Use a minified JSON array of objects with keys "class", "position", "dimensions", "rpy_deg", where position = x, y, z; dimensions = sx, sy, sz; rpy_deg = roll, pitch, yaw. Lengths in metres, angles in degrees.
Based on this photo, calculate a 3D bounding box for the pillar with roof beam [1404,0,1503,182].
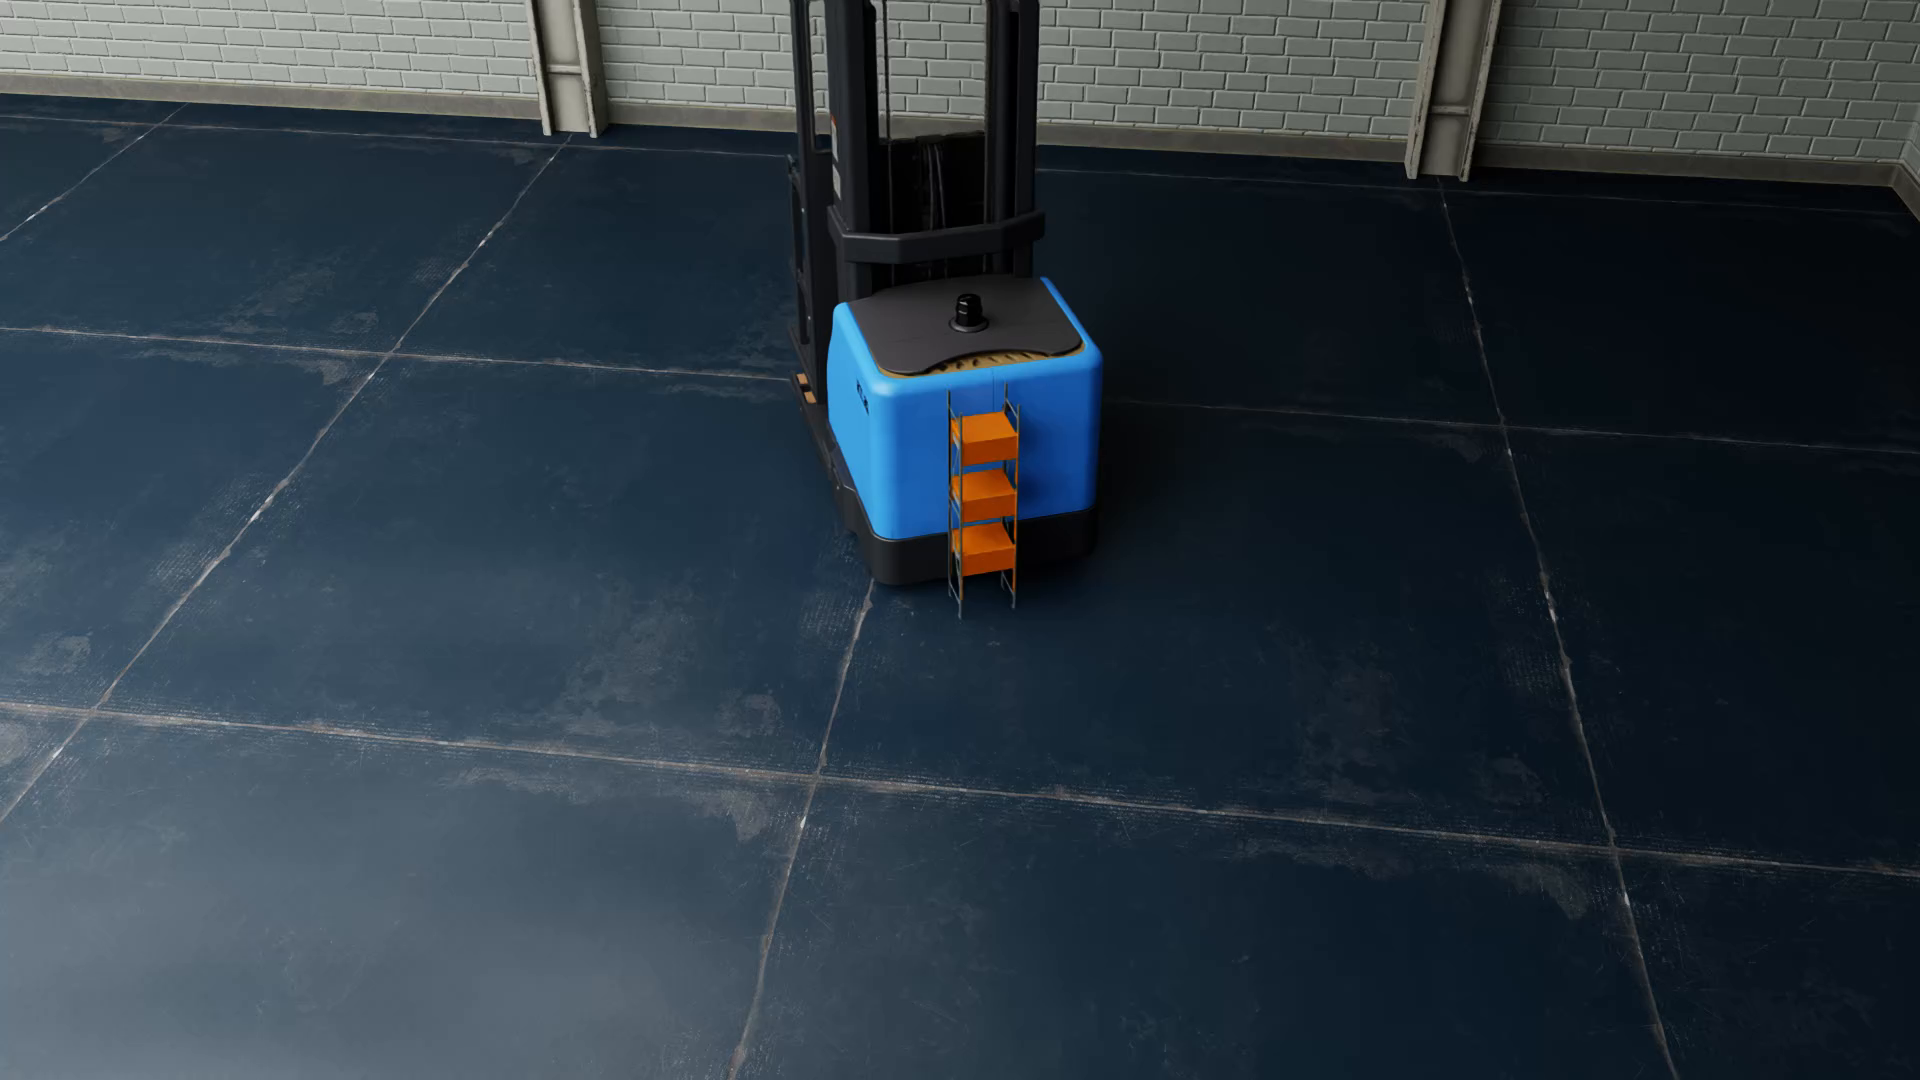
[{"class":"pillar with roof beam","position":[2.672,-3.679,5.159],"dimensions":[0.400,9.000,9.100],"rpy_deg":[4,36,6]}]

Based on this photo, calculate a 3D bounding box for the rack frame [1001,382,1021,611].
[{"class":"rack frame","position":[0.214,-0.170,7.085],"dimensions":[0.008,1.050,0.200],"rpy_deg":[-9,37,-13]}]

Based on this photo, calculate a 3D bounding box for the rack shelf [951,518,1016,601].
[{"class":"rack shelf","position":[0.096,0.083,7.226],"dimensions":[0.240,0.259,0.215],"rpy_deg":[-9,37,-13]}]

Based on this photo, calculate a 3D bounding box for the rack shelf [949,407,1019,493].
[{"class":"rack shelf","position":[0.096,-0.374,6.900],"dimensions":[0.240,0.259,0.215],"rpy_deg":[-9,37,-13]}]

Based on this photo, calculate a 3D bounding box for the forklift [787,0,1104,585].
[{"class":"forklift","position":[-0.259,-1.848,7.816],"dimensions":[1.130,2.935,3.031],"rpy_deg":[-9,37,-13]}]

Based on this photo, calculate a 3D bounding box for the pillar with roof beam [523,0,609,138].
[{"class":"pillar with roof beam","position":[-3.280,-4.123,5.781],"dimensions":[0.400,9.000,9.100],"rpy_deg":[4,36,6]}]

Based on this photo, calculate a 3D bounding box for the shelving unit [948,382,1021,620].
[{"class":"shelving unit","position":[0.096,-0.151,7.058],"dimensions":[0.252,1.050,0.215],"rpy_deg":[-9,37,-13]}]

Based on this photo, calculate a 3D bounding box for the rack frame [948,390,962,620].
[{"class":"rack frame","position":[-0.021,-0.133,7.032],"dimensions":[0.008,1.050,0.200],"rpy_deg":[-9,37,-13]}]

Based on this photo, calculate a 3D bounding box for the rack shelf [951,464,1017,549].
[{"class":"rack shelf","position":[0.096,-0.143,7.065],"dimensions":[0.240,0.259,0.215],"rpy_deg":[-9,37,-13]}]
